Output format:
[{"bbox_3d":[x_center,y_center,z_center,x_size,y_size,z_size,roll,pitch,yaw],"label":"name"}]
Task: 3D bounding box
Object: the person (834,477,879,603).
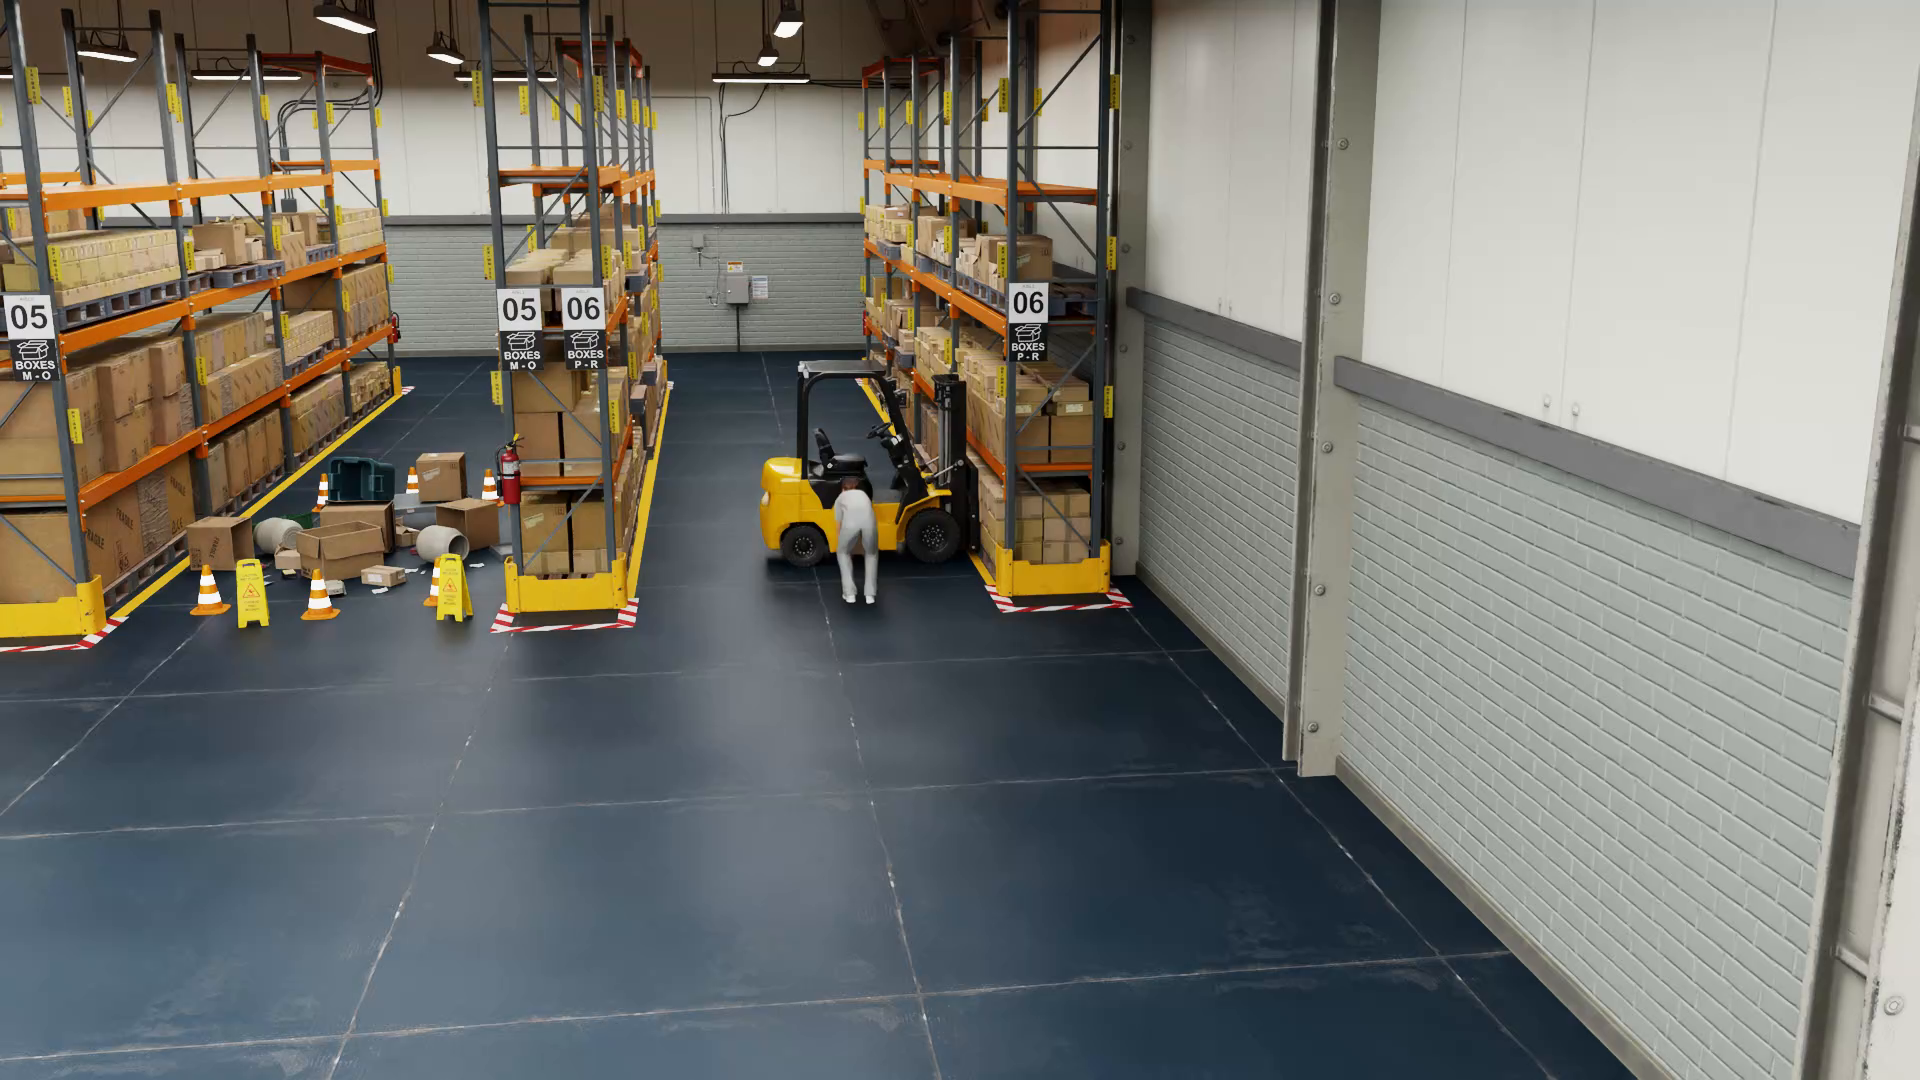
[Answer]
[{"bbox_3d":[-1.061,0.003,17.045,0.429,1.188,0.844,-2,13,-10],"label":"person"}]
